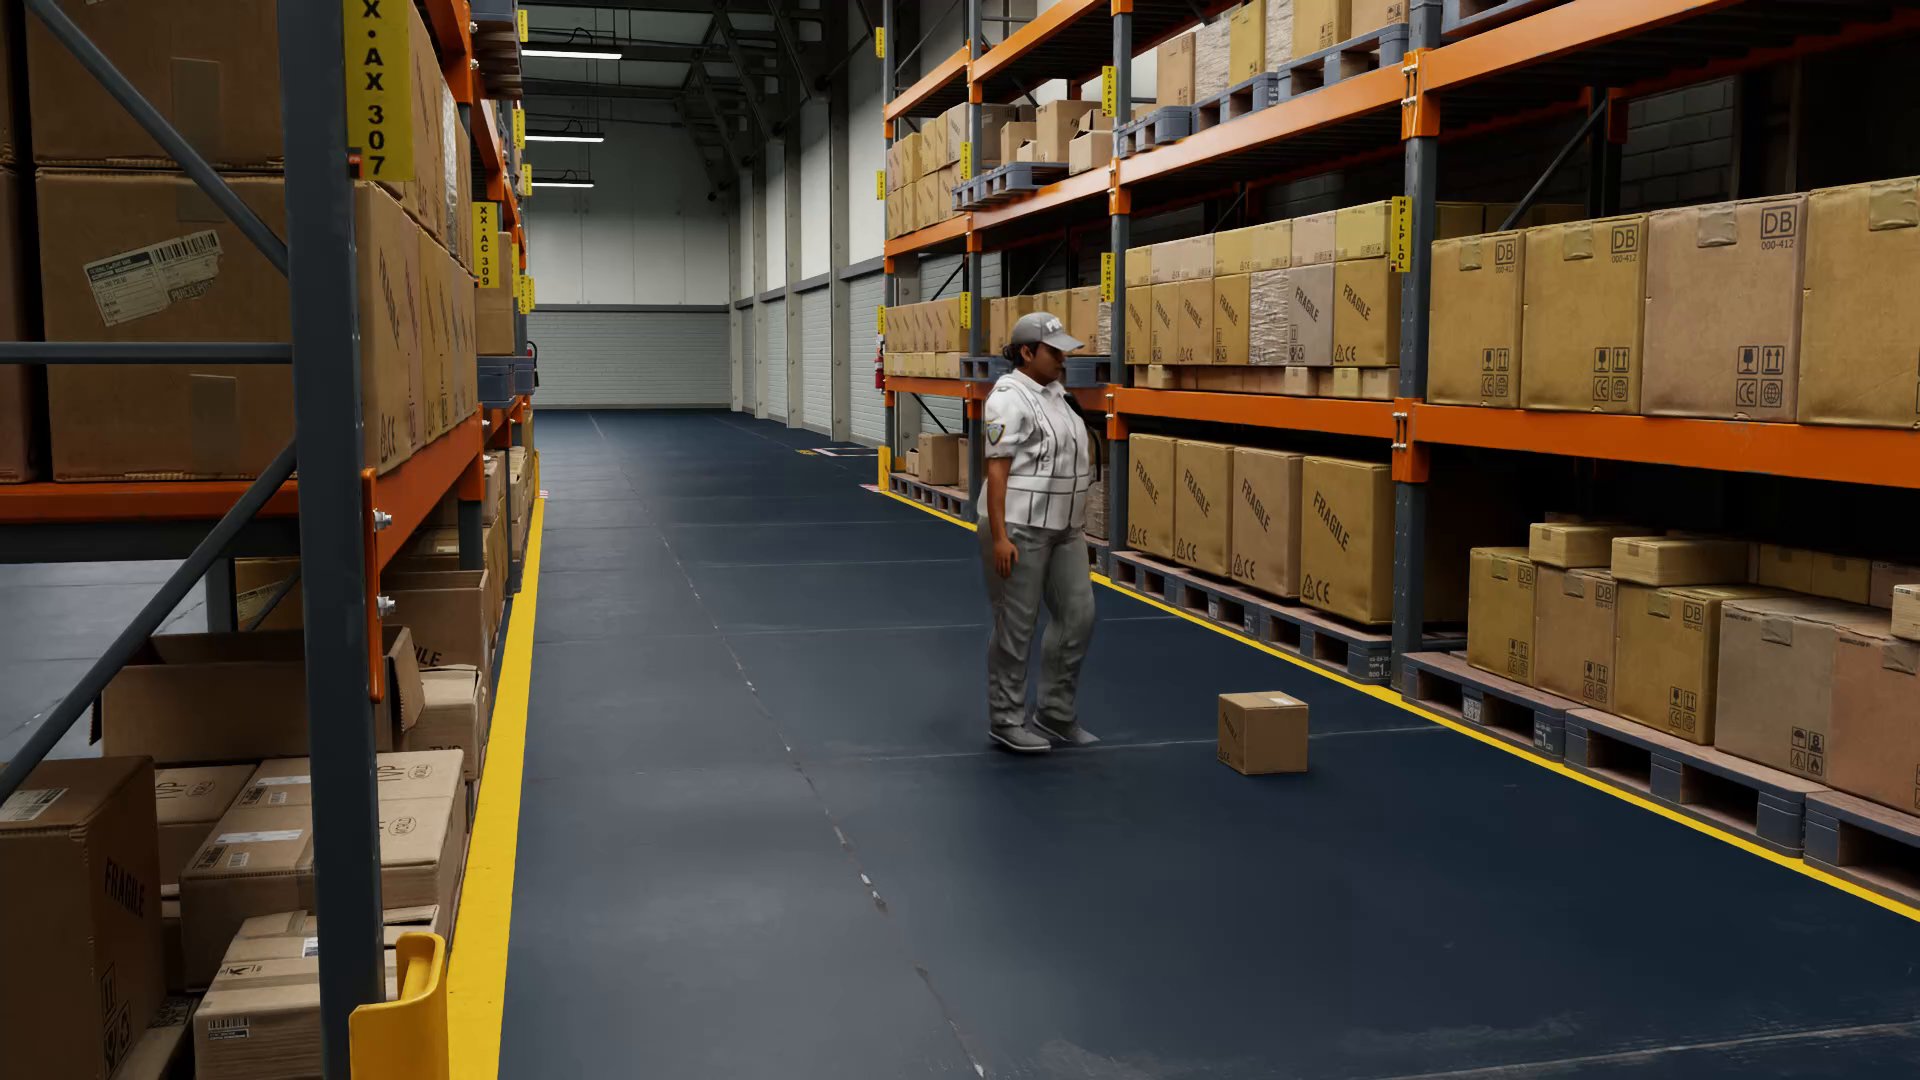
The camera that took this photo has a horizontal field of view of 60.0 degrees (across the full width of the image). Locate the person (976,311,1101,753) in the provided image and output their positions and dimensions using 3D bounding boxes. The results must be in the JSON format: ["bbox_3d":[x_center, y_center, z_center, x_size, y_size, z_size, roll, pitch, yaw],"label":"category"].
[{"bbox_3d":[0.306,-0.004,6.352,0.400,1.720,0.569,5,8,38],"label":"person"}]
